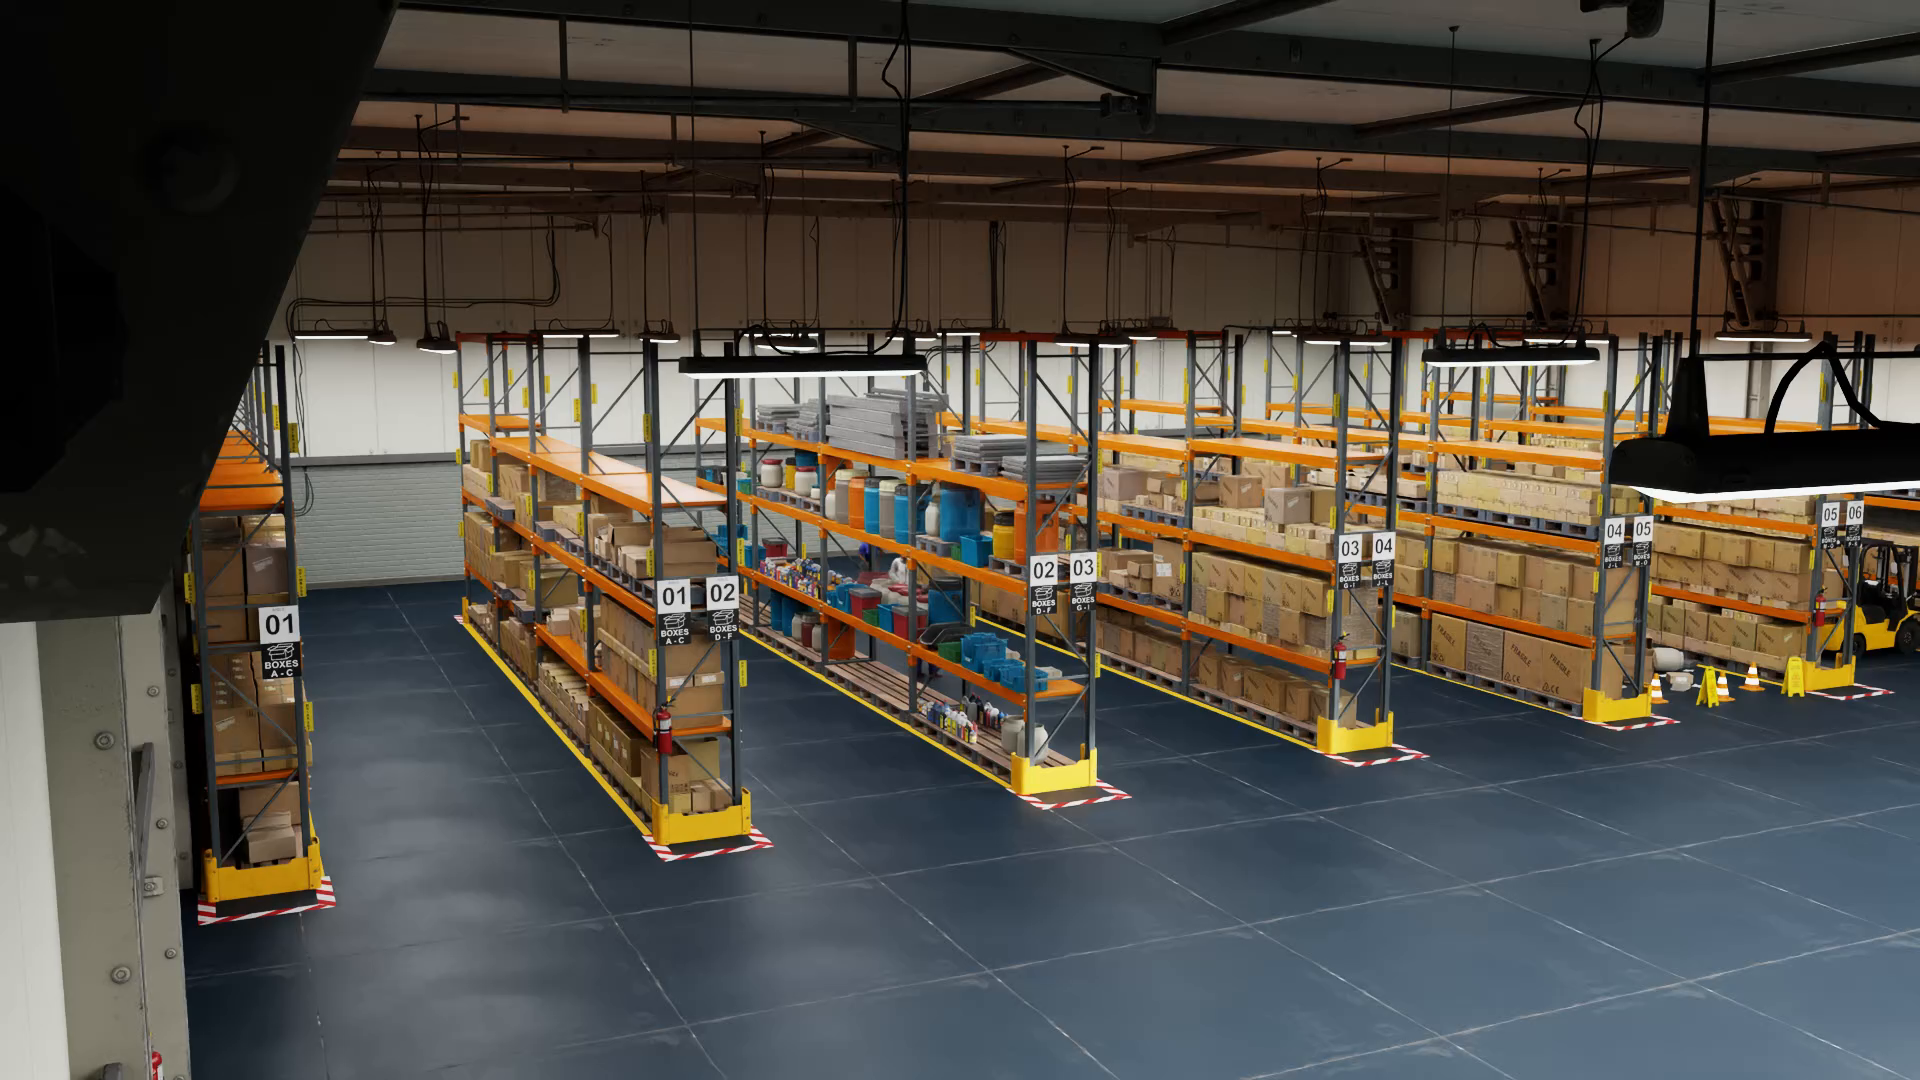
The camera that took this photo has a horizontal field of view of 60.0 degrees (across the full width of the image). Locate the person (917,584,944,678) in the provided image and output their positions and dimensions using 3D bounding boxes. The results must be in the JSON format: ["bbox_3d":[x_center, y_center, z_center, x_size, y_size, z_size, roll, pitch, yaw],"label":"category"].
[{"bbox_3d":[-0.603,1.613,29.185,0.549,1.671,0.511,7,10,42],"label":"person"}]

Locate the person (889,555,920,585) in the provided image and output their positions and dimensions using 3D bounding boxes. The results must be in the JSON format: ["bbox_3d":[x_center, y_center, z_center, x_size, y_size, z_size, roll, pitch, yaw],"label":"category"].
[{"bbox_3d":[-1.135,0.908,34.094,0.691,1.684,0.719,-2,8,-16],"label":"person"}]

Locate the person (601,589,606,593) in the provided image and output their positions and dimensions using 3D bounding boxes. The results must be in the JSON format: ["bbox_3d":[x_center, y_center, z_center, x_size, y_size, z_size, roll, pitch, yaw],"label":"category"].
[{"bbox_3d":[-7.630,0.686,35.896,0.519,1.605,1.034,-4,9,-28],"label":"person"}]

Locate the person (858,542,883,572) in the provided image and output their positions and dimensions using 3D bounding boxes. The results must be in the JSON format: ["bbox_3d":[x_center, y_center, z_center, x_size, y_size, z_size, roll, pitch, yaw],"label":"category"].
[{"bbox_3d":[-1.987,0.563,37.100,0.606,1.567,0.735,-2,8,-15],"label":"person"}]
